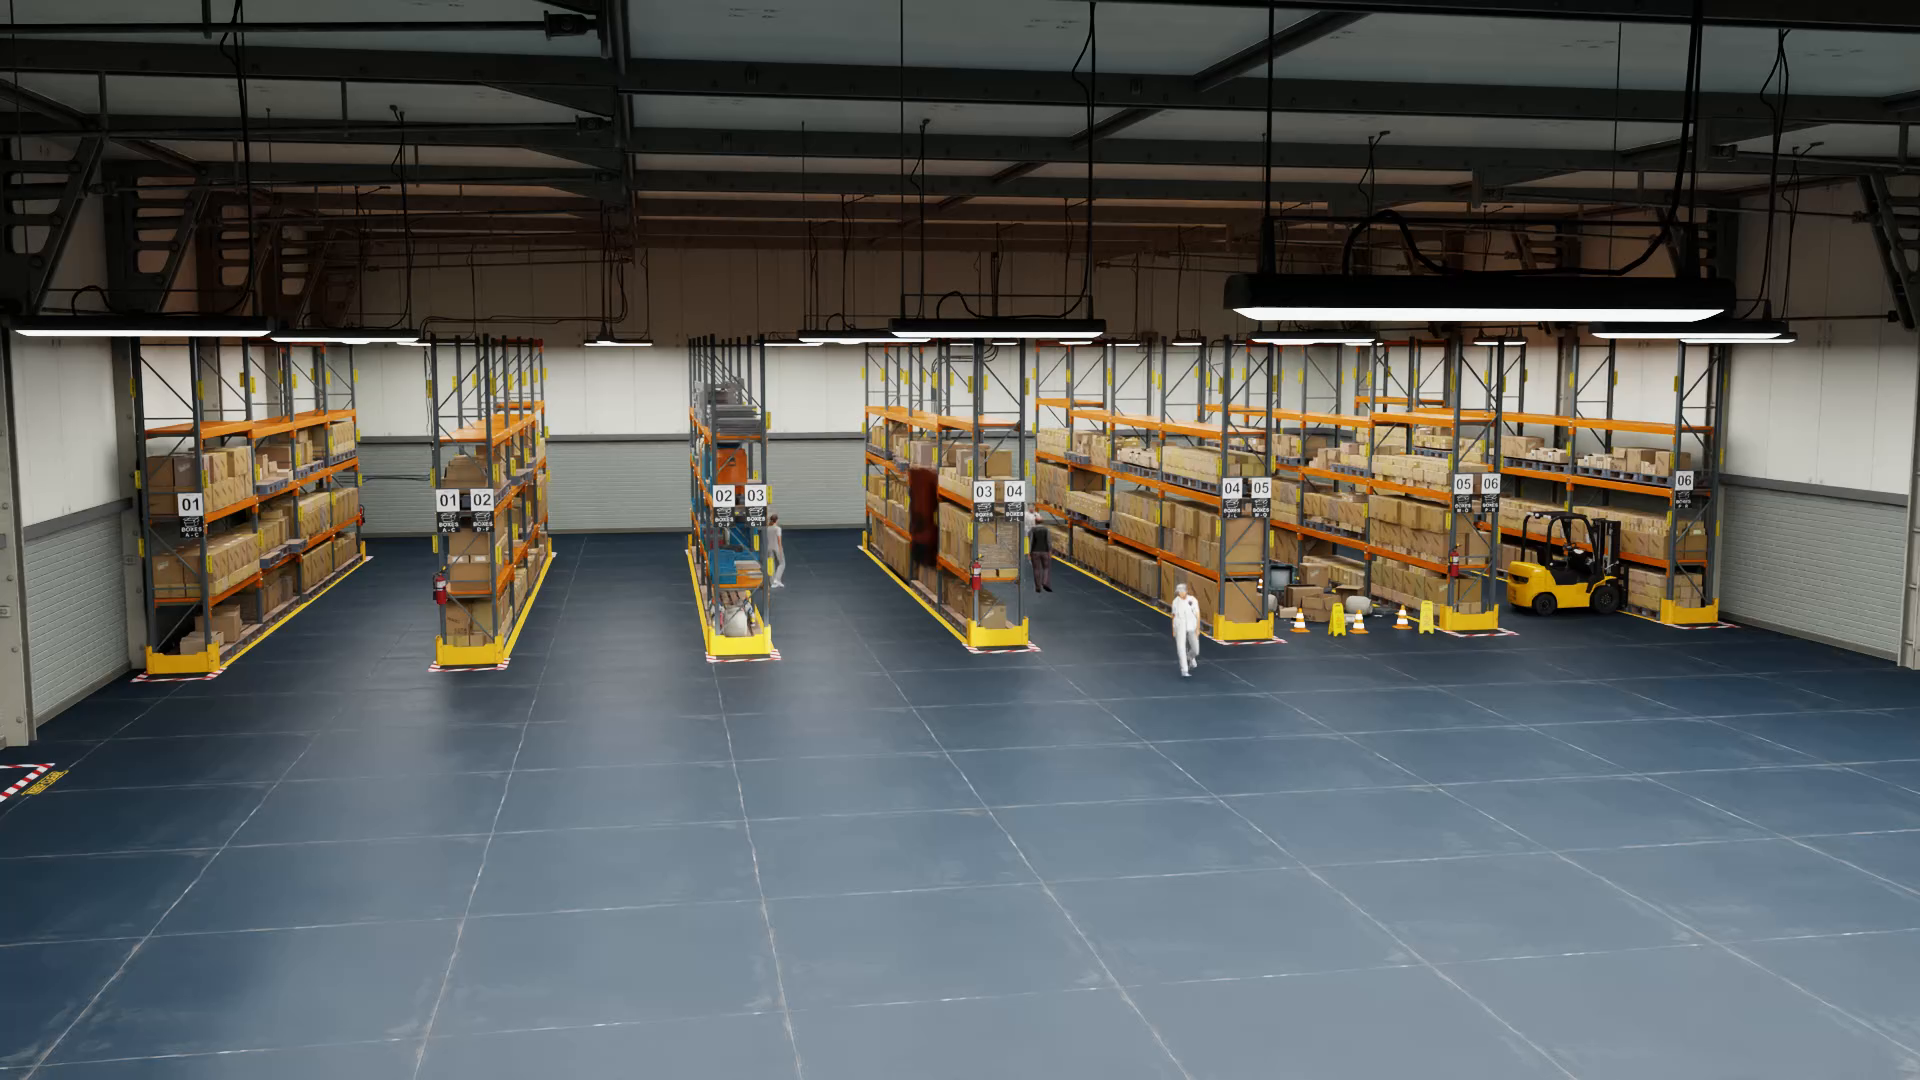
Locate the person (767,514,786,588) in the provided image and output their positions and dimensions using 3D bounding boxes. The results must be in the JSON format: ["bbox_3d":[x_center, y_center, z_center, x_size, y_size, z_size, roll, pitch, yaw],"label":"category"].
[{"bbox_3d":[-4.242,0.250,37.942,0.481,1.670,0.446,2,7,18],"label":"person"}]

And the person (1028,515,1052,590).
[{"bbox_3d":[1.781,0.279,37.258,0.556,1.667,0.422,-1,7,-6],"label":"person"}]

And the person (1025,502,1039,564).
[{"bbox_3d":[1.934,-0.215,44.557,0.529,1.615,1.007,-1,7,-8],"label":"person"}]

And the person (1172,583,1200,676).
[{"bbox_3d":[3.992,1.562,29.340,0.487,1.607,0.858,0,7,3],"label":"person"}]
